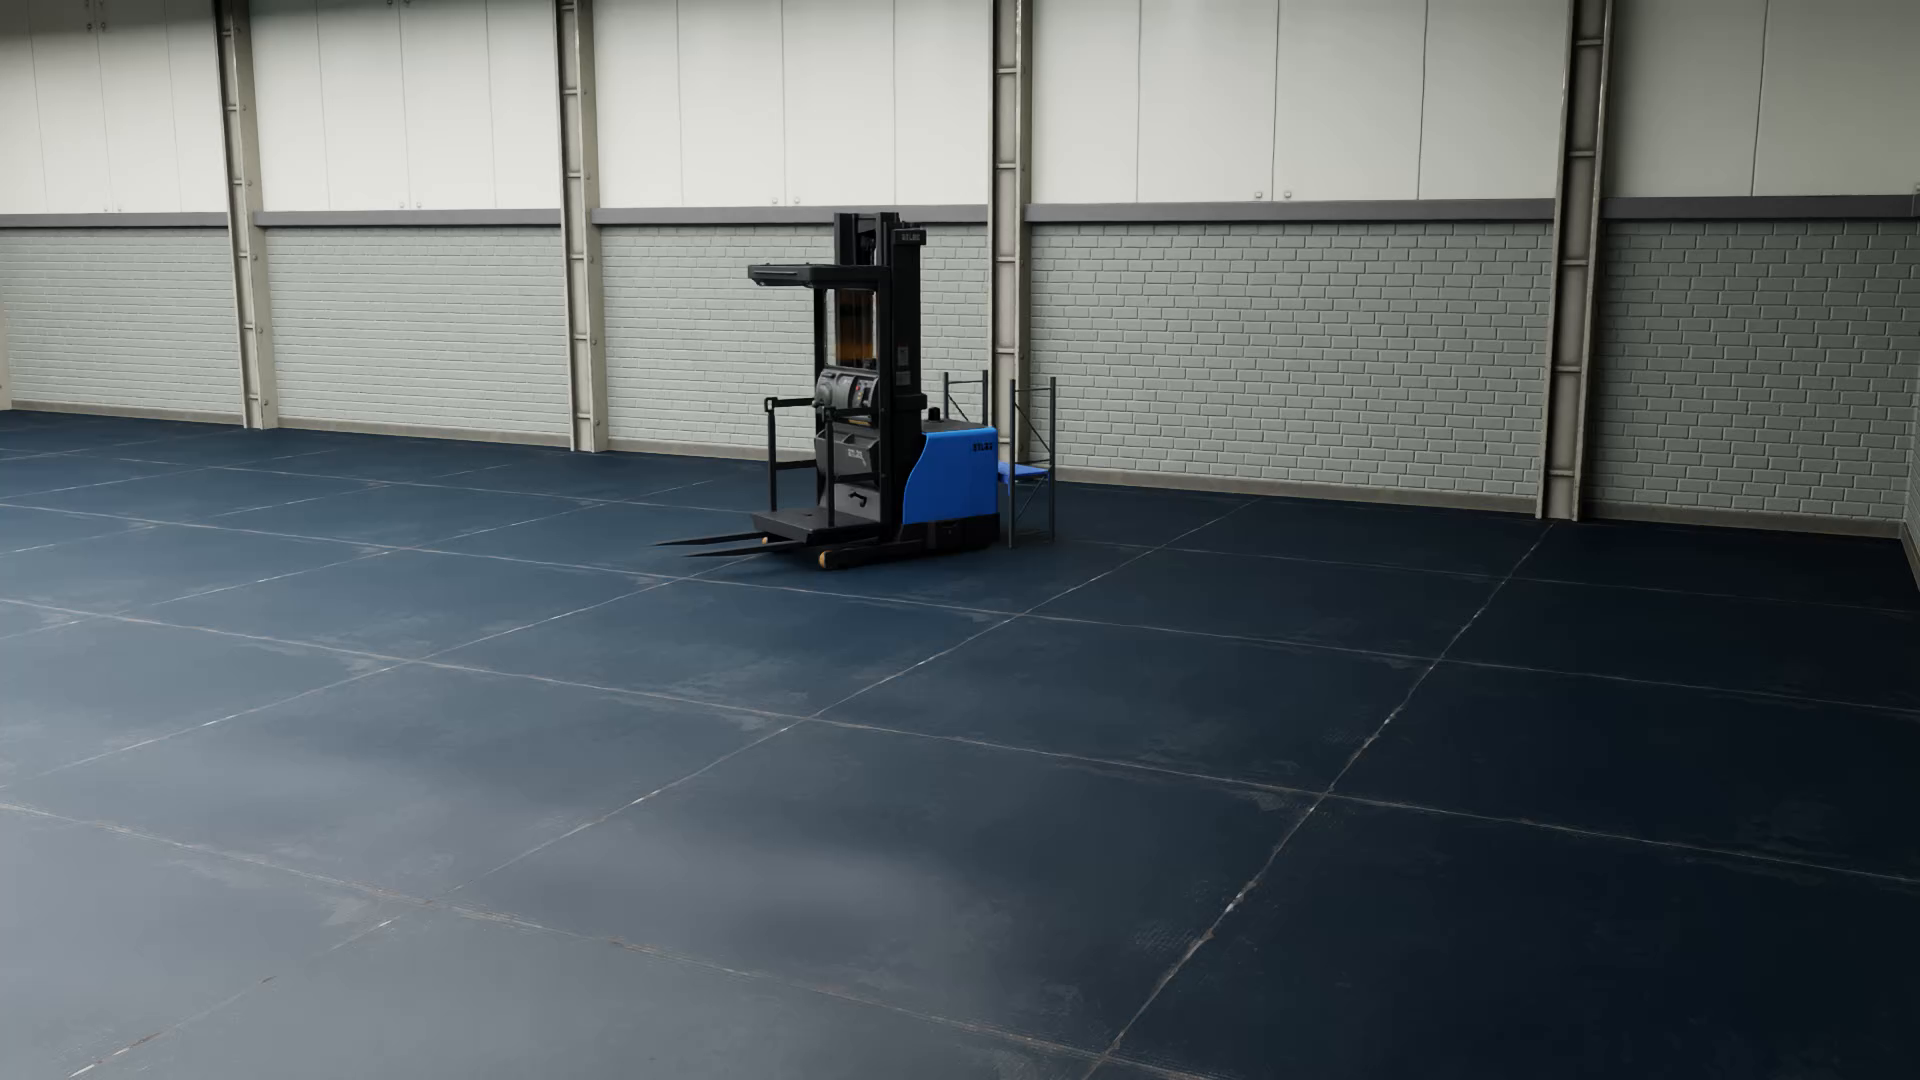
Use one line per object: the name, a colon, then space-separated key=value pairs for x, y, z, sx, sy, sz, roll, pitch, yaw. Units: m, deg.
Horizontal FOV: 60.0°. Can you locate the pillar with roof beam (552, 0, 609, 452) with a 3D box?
pillar with roof beam: x=-6.734 y=-4.912 z=17.103 sx=0.400 sy=9.000 sz=9.100 roll=5 pitch=11 yaw=26

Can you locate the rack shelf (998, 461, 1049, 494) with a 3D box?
rack shelf: x=0.351 y=-0.594 z=15.312 sx=0.538 sy=0.185 sz=1.000 roll=-7 pitch=13 yaw=-35

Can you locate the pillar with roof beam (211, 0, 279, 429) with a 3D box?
pillar with roof beam: x=-12.114 y=-5.385 z=19.716 sx=0.400 sy=9.000 sz=9.100 roll=5 pitch=11 yaw=26

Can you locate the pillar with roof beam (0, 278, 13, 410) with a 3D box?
pillar with roof beam: x=-17.495 y=-5.858 z=22.328 sx=0.400 sy=9.000 sz=9.100 roll=5 pitch=11 yaw=26

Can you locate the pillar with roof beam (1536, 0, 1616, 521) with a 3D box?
pillar with roof beam: x=4.028 y=-3.966 z=11.878 sx=0.400 sy=9.000 sz=9.100 roll=5 pitch=11 yaw=26

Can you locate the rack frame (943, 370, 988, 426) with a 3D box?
rack frame: x=0.054 y=-0.845 z=15.685 sx=0.500 sy=1.500 sz=0.032 roll=-7 pitch=13 yaw=-35

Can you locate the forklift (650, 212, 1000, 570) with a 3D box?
forklift: x=-1.144 y=-1.299 z=14.180 sx=3.031 sy=2.935 sz=1.130 roll=-7 pitch=12 yaw=-34

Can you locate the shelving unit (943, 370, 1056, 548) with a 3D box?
shelving unit: x=0.351 y=-0.771 z=15.280 sx=0.538 sy=1.500 sz=1.048 roll=-7 pitch=13 yaw=-35

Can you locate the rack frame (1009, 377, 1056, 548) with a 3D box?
rack frame: x=0.649 y=-0.698 z=14.874 sx=0.500 sy=1.500 sz=0.032 roll=-7 pitch=13 yaw=-35

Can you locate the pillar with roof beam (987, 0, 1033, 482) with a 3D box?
pillar with roof beam: x=-1.353 y=-4.439 z=14.491 sx=0.400 sy=9.000 sz=9.100 roll=5 pitch=11 yaw=26
